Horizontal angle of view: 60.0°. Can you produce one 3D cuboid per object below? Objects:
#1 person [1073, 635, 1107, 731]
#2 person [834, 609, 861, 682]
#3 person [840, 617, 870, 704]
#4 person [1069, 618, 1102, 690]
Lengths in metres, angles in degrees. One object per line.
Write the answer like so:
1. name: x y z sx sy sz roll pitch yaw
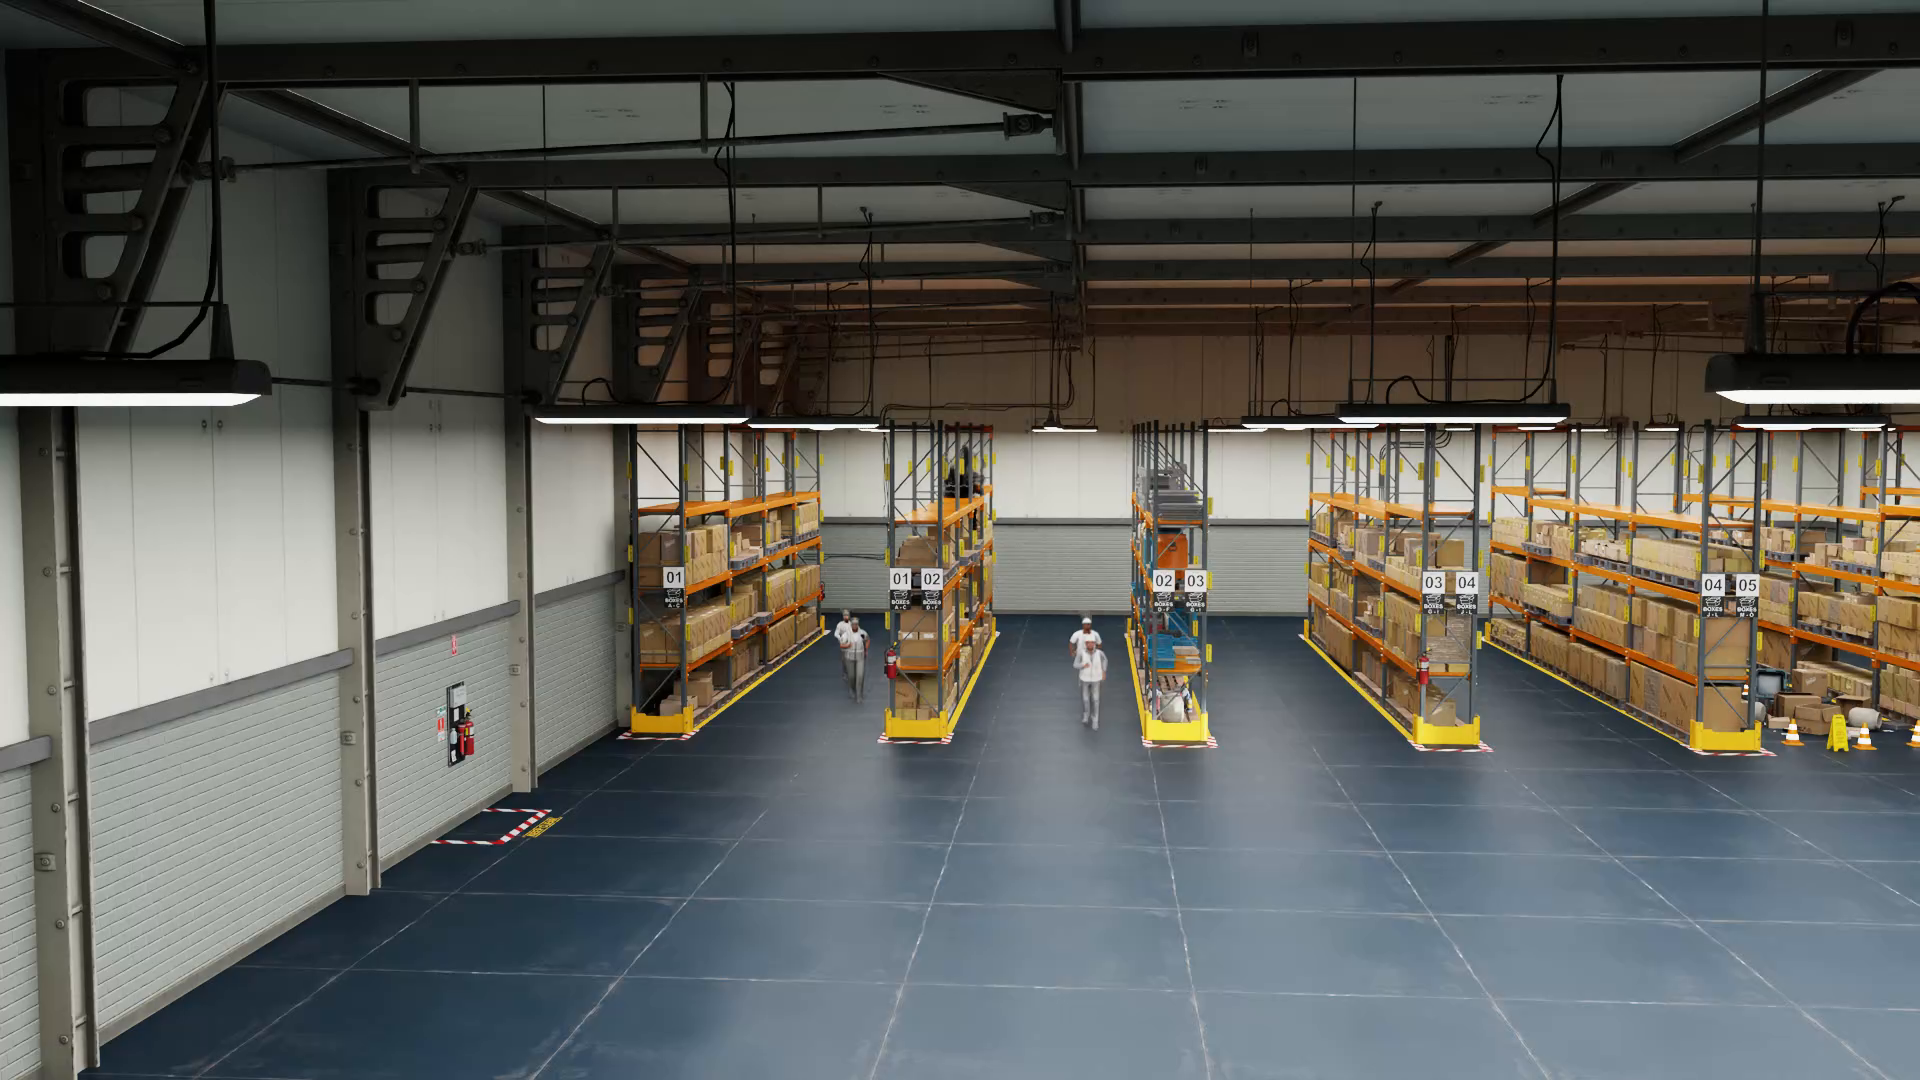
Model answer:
1. person: 2.544 2.765 32.558 0.658 1.828 0.828 0 4 3
2. person: -2.600 2.454 38.544 0.616 1.716 0.683 0 4 0
3. person: -2.255 2.553 35.728 0.653 1.805 0.898 0 4 -6
4. person: 2.757 2.565 36.334 0.714 1.722 0.592 0 4 -2
